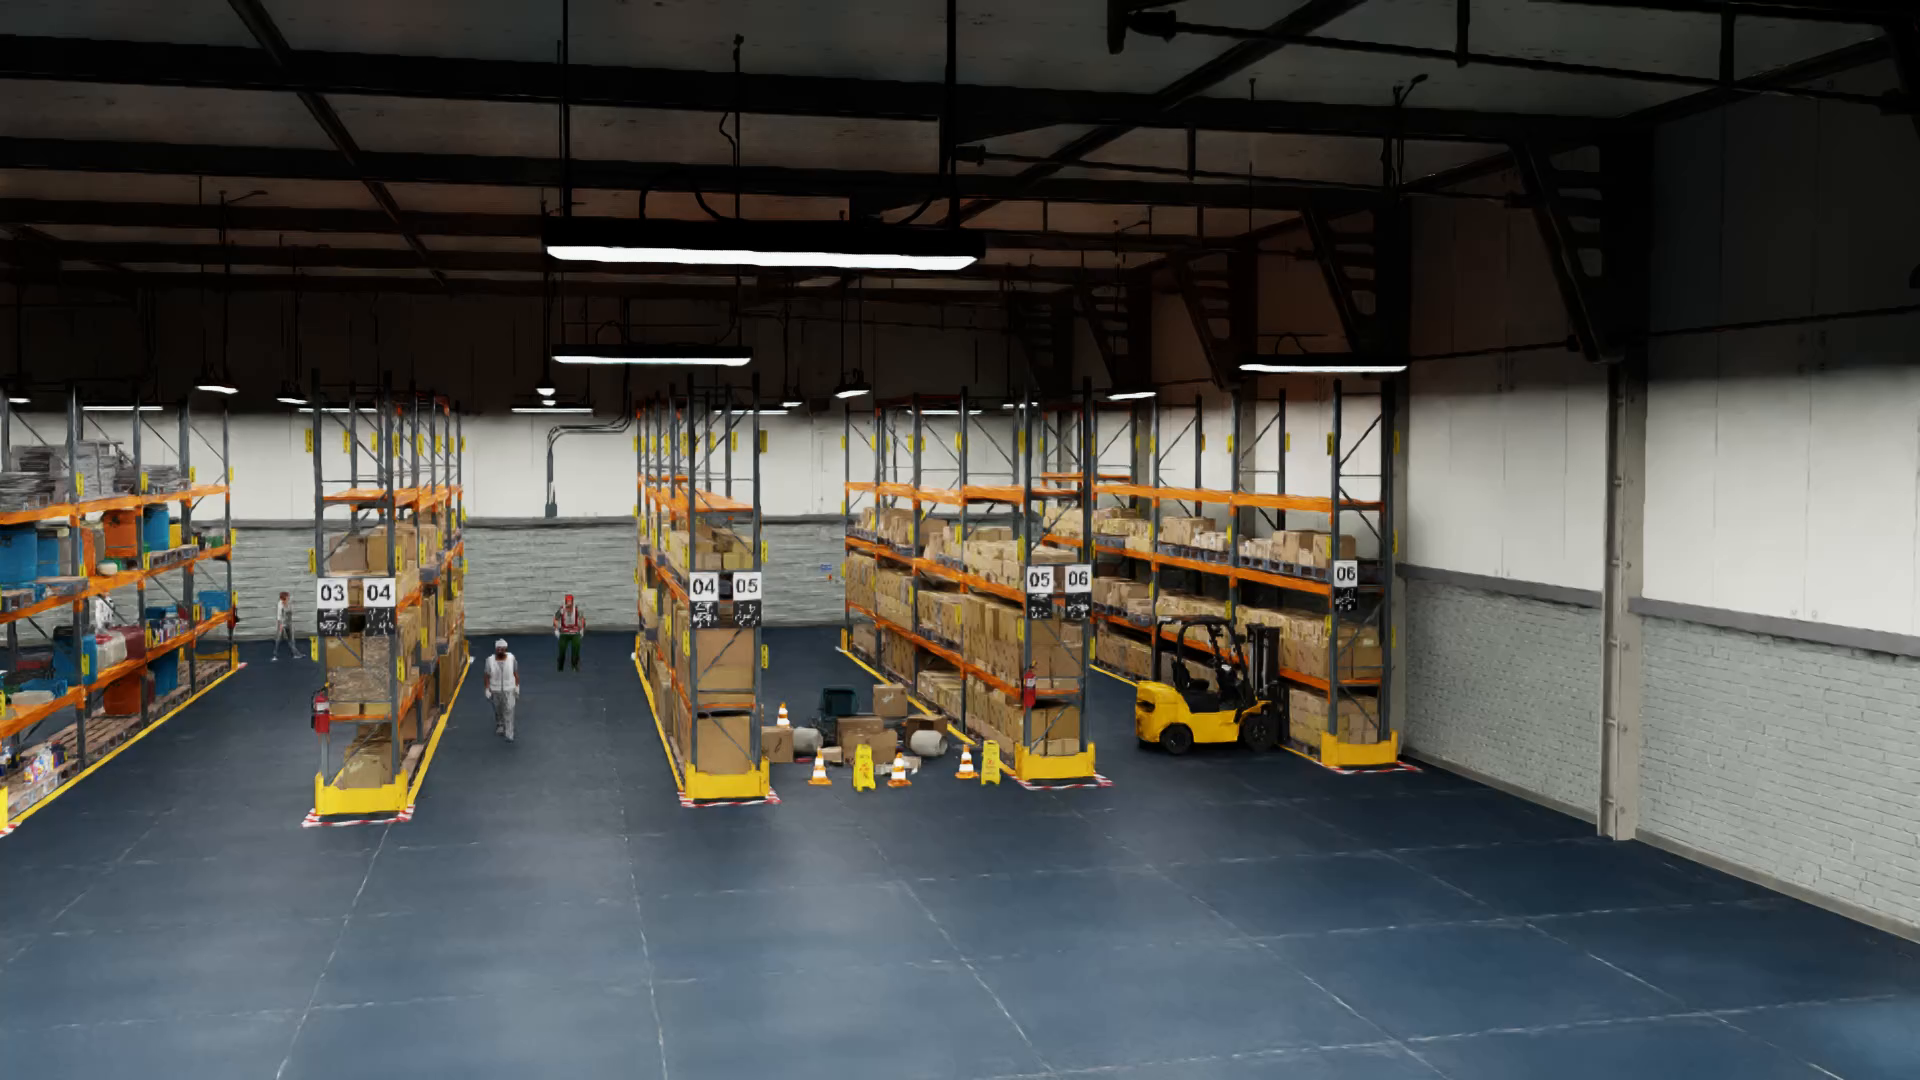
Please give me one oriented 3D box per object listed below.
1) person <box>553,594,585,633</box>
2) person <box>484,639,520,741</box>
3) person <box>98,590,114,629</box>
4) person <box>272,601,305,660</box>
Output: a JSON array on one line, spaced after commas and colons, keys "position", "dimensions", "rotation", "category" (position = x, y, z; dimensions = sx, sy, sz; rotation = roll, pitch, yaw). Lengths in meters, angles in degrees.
[{"position": [-8.558, 1.594, 36.400], "dimensions": [0.677, 0.853, 0.469], "rotation": [-1, 3, -15], "category": "person"}, {"position": [-7.758, 2.511, 28.138], "dimensions": [0.565, 1.706, 1.122], "rotation": [-1, 3, -11], "category": "person"}, {"position": [-20.040, 1.572, 39.004], "dimensions": [0.297, 1.007, 0.489], "rotation": [2, 4, 25], "category": "person"}, {"position": [-15.622, 2.082, 38.559], "dimensions": [0.526, 1.366, 0.638], "rotation": [1, 4, 21], "category": "person"}]
